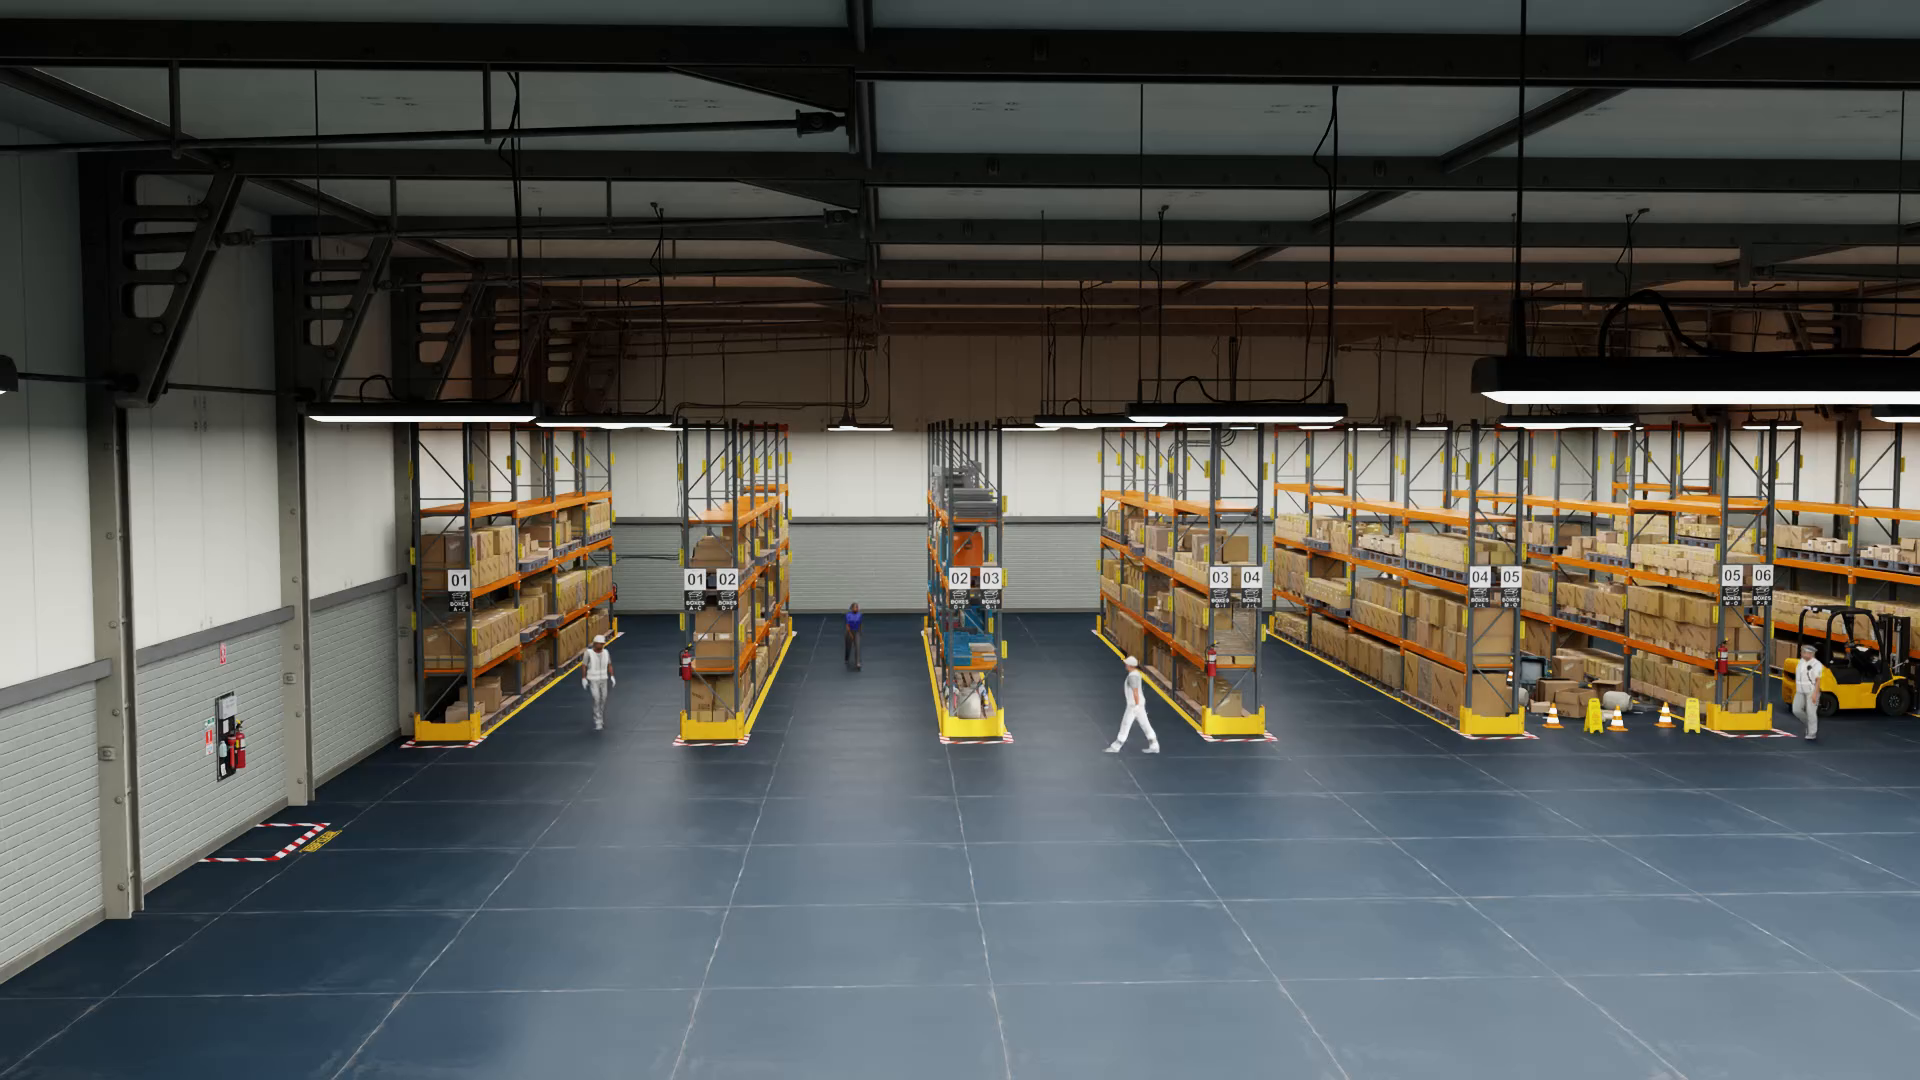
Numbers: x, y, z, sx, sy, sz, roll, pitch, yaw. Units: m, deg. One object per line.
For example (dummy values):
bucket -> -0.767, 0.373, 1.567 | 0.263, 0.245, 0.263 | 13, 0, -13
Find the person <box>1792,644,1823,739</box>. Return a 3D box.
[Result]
person -> 15.954, 2.825, 31.202 | 0.553, 1.759, 0.516 | -2, 4, -33

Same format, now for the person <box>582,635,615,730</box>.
person -> -7.011, 2.768, 32.419 | 0.581, 1.809, 0.642 | -3, 5, -40

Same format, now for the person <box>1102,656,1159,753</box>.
person -> 3.050, 2.930, 29.626 | 0.993, 1.724, 0.625 | 1, 4, 12

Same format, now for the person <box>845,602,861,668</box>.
person -> -2.599, 2.315, 40.761 | 0.438, 1.564, 1.068 | -1, 4, -17

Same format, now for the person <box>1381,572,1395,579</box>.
person -> 13.035, 1.591, 50.796 | 0.474, 1.796, 0.597 | -1, 4, -20
